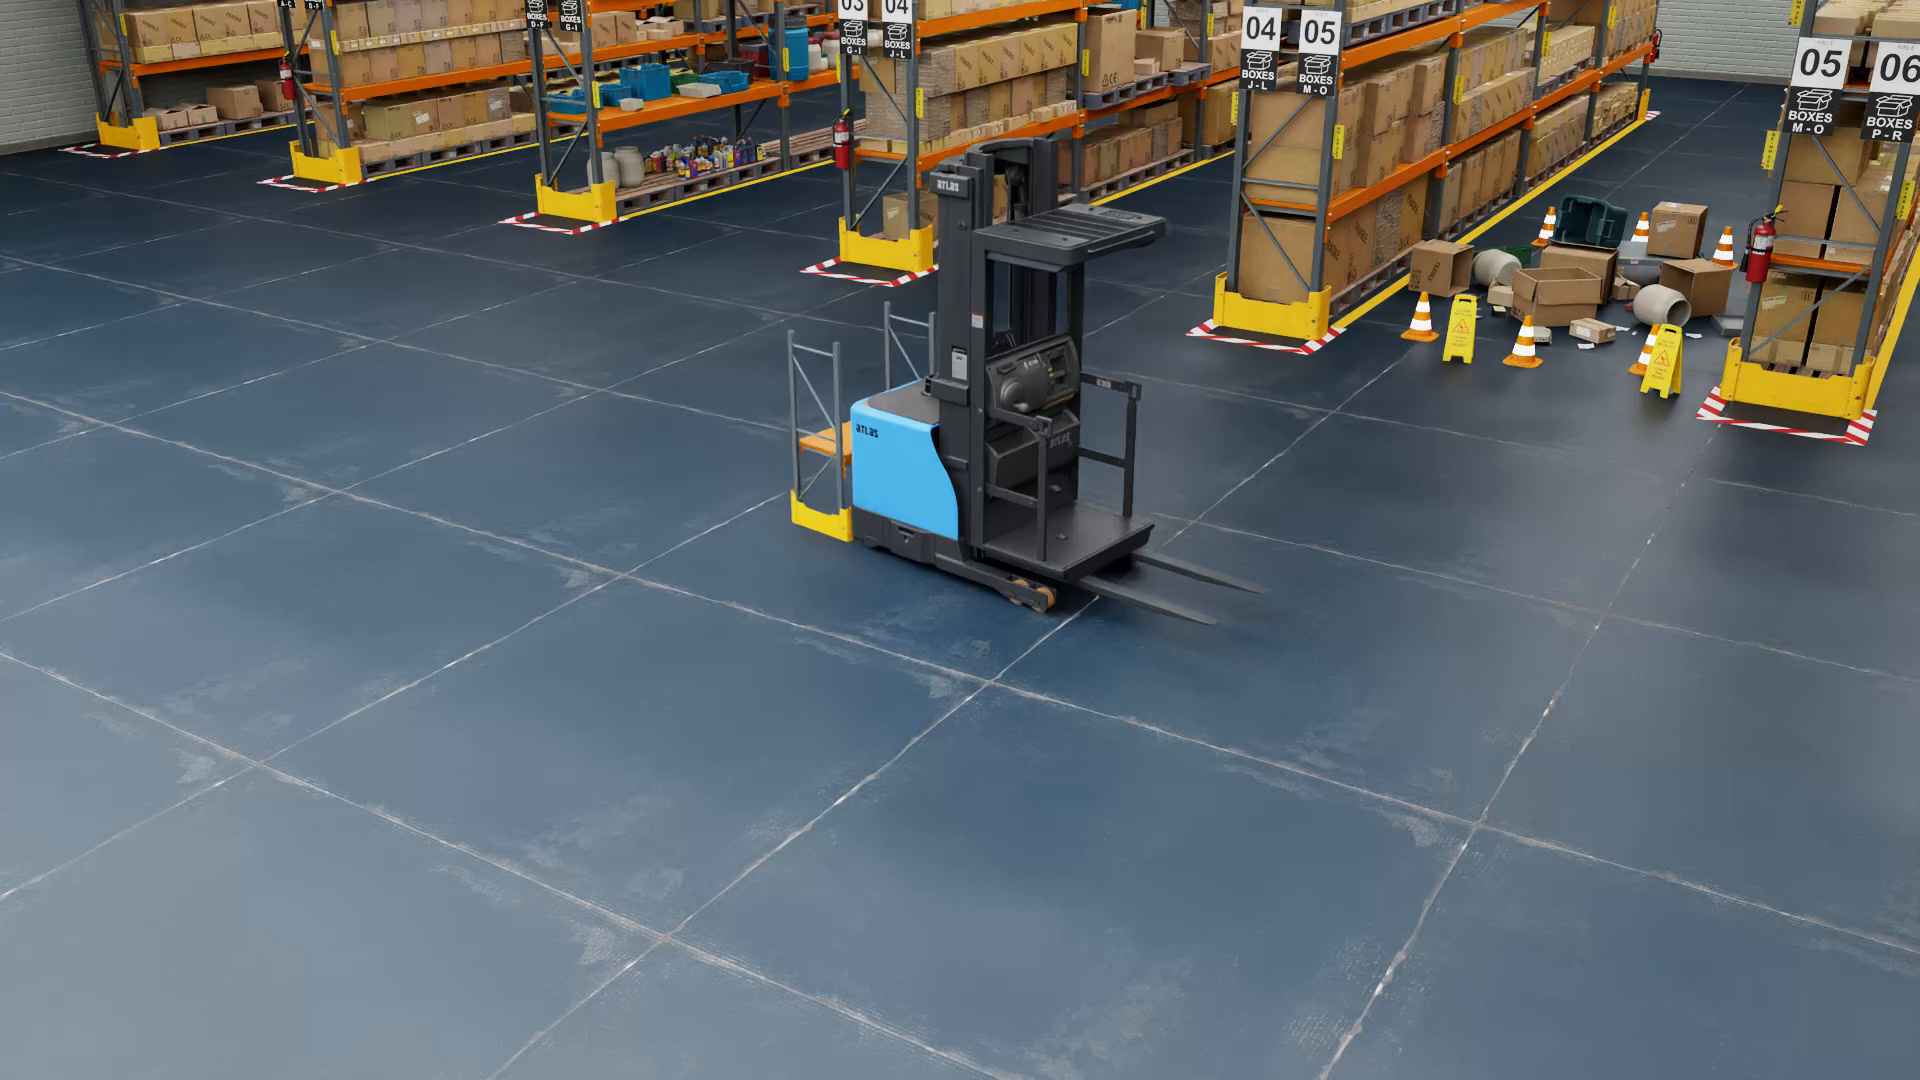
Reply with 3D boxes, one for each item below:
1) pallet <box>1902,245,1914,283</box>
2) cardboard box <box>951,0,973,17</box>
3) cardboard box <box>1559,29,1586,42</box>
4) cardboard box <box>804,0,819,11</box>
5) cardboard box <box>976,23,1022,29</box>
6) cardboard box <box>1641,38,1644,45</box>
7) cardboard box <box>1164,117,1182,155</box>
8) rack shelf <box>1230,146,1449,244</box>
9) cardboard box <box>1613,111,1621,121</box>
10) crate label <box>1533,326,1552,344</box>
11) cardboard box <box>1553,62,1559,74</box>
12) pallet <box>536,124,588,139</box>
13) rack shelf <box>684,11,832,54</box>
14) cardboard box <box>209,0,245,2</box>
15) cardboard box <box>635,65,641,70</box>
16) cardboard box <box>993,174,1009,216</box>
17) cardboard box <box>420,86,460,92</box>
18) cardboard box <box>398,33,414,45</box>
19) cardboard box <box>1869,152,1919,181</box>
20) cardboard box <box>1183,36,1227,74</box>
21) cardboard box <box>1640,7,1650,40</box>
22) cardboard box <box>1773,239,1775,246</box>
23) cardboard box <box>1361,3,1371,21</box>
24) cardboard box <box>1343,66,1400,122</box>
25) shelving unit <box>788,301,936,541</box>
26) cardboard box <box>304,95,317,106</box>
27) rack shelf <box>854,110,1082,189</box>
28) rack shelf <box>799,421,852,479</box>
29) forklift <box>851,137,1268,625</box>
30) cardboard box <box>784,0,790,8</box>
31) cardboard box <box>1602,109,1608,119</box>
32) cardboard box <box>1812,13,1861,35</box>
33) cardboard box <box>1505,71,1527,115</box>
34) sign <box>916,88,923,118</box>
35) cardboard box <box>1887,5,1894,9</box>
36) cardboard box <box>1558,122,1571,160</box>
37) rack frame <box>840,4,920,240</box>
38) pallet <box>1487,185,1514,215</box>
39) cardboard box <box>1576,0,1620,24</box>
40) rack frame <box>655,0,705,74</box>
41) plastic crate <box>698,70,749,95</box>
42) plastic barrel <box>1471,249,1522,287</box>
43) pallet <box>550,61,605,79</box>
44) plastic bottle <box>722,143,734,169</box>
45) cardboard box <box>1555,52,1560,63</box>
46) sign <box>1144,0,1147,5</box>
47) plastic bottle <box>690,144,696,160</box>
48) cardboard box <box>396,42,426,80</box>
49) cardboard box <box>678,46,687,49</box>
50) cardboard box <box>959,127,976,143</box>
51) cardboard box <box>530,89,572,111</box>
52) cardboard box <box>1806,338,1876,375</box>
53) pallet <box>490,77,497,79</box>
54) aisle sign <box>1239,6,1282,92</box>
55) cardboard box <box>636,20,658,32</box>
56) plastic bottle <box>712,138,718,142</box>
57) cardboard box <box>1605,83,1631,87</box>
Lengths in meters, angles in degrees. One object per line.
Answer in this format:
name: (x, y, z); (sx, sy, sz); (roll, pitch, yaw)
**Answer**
pallet: (10.659, -3.330, 19.676); (1.003, 0.211, 1.213); (14, 27, 29)
cardboard box: (-0.182, -6.251, 19.328); (0.500, 0.250, 0.500); (13, 27, 28)
cardboard box: (9.243, -7.633, 25.145); (0.380, 0.149, 0.250); (13, 27, 27)
cardboard box: (-2.961, -11.056, 33.886); (0.500, 0.500, 0.500); (14, 27, 30)
cardboard box: (0.472, -6.383, 21.461); (0.500, 0.500, 0.500); (14, 27, 29)
cardboard box: (11.583, -8.626, 28.716); (0.380, 0.149, 0.250); (14, 27, 29)
cardboard box: (2.961, -6.184, 25.353); (0.700, 0.500, 0.500); (12, 26, 26)
rack shelf: (4.293, -3.931, 18.461); (1.077, 0.370, 4.000); (14, 27, 29)
cardboard box: (10.954, -7.197, 28.159); (0.380, 0.149, 0.250); (14, 27, 30)
crate label: (5.867, -2.081, 16.885); (0.250, 0.136, 0.298); (1, 23, 2)
cardboard box: (8.428, -6.836, 24.053); (0.380, 0.149, 0.250); (15, 28, 31)
pallet: (-6.871, -7.064, 28.302); (1.003, 0.211, 1.213); (14, 27, 29)
rack shelf: (-4.062, -9.782, 31.976); (1.077, 0.370, 4.000); (14, 27, 29)
cardboard box: (-12.406, -8.953, 28.374); (0.500, 0.500, 0.500); (15, 27, 30)
cardboard box: (-5.642, -8.510, 30.359); (0.500, 0.311, 0.500); (15, 28, 31)
cardboard box: (0.386, -4.508, 21.505); (0.500, 0.500, 0.500); (11, 26, 24)
cardboard box: (-8.265, -6.934, 26.479); (0.500, 0.500, 0.500); (14, 27, 29)
cardboard box: (-8.403, -7.517, 24.895); (0.380, 0.149, 0.250); (13, 27, 27)
cardboard box: (8.782, -3.388, 15.801); (0.500, 0.500, 0.500); (13, 27, 28)
cardboard box: (3.785, -7.513, 25.703); (0.500, 0.500, 0.500); (15, 27, 30)
cardboard box: (11.383, -8.791, 28.280); (0.500, 0.500, 0.500); (13, 27, 28)
cardboard box: (7.552, -2.748, 15.137); (0.380, 0.149, 0.250); (14, 27, 28)
cardboard box: (3.825, -5.221, 16.420); (0.380, 0.149, 0.250); (14, 27, 29)
cardboard box: (4.258, -4.839, 18.105); (0.875, 0.550, 0.500); (14, 27, 29)
shelving unit: (-0.703, -0.913, 12.470); (0.587, 1.500, 1.083); (19, 30, 37)
cardboard box: (-11.694, -7.839, 29.594); (0.380, 0.166, 0.250); (10, 25, 22)
rack shelf: (0.133, -5.005, 20.940); (1.077, 0.370, 4.000); (14, 27, 29)
rack shelf: (-0.708, -0.745, 12.535); (0.538, 0.185, 1.000); (19, 30, 37)
forklift: (0.657, -1.097, 11.095); (3.031, 2.935, 1.130); (19, 30, 36)
cardboard box: (-3.755, -10.667, 32.461); (0.700, 0.500, 0.500); (19, 30, 37)
cardboard box: (10.496, -7.085, 27.526); (0.380, 0.149, 0.250); (15, 28, 31)
cardboard box: (7.424, -4.386, 14.143); (0.380, 0.149, 0.250); (14, 27, 29)
cardboard box: (7.184, -5.956, 22.106); (0.500, 0.500, 0.500); (14, 27, 29)
sign: (-0.461, -4.943, 18.804); (0.100, 0.325, 0.005); (14, 27, 29)
cardboard box: (8.878, -5.110, 16.317); (0.500, 0.250, 0.500); (14, 27, 29)
cardboard box: (8.846, -6.034, 25.031); (0.500, 0.500, 0.500); (13, 27, 28)
rack frame: (-0.922, -4.660, 19.238); (1.000, 3.000, 0.127); (14, 27, 29)
pallet: (6.978, -4.756, 22.971); (1.003, 0.211, 1.213); (14, 27, 29)
cardboard box: (10.013, -8.379, 26.070); (0.500, 0.500, 0.500); (15, 27, 30)
rack frame: (-5.117, -9.437, 30.274); (1.000, 3.000, 0.127); (14, 27, 29)
plastic crate: (-3.373, -6.549, 23.790); (0.499, 0.251, 0.616); (14, 27, 29)
plastic barrel: (6.053, -3.050, 18.762); (0.421, 0.421, 0.512); (-7, 24, -17)
pallet: (-8.203, -9.855, 34.748); (1.003, 0.211, 1.213); (14, 27, 29)
plastic bottle: (-3.387, -5.583, 24.150); (0.144, 0.351, 0.185); (14, 27, 29)
cardboard box: (8.428, -6.973, 23.995); (0.380, 0.149, 0.250); (14, 27, 29)
sign: (3.785, -11.063, 33.824); (0.100, 0.325, 0.005); (14, 27, 29)
plastic bottle: (-3.944, -5.691, 24.501); (0.097, 0.271, 0.097); (0, 23, 0)
cardboard box: (-8.540, -7.282, 25.171); (0.700, 0.500, 0.500); (14, 27, 29)
cardboard box: (-6.468, -11.269, 37.124); (0.700, 0.500, 0.500); (14, 27, 28)
cardboard box: (-0.025, -4.924, 20.165); (0.380, 0.149, 0.250); (14, 27, 29)
cardboard box: (-6.797, -7.363, 27.708); (0.500, 0.311, 0.500); (14, 27, 29)
cardboard box: (8.157, -1.728, 15.399); (0.500, 0.250, 0.500); (14, 27, 29)
pallet: (-9.740, -8.931, 32.614); (1.003, 0.211, 1.213); (14, 27, 29)
aisle sign: (2.946, -4.818, 16.332); (0.394, 0.787, 0.004); (14, 27, 29)
cardboard box: (-5.753, -9.135, 29.688); (0.500, 0.311, 0.500); (14, 27, 28)
plastic bottle: (-3.708, -5.869, 24.907); (0.152, 0.276, 0.135); (15, 28, 31)
cardboard box: (11.433, -7.839, 28.894); (0.380, 0.149, 0.250); (14, 27, 30)
